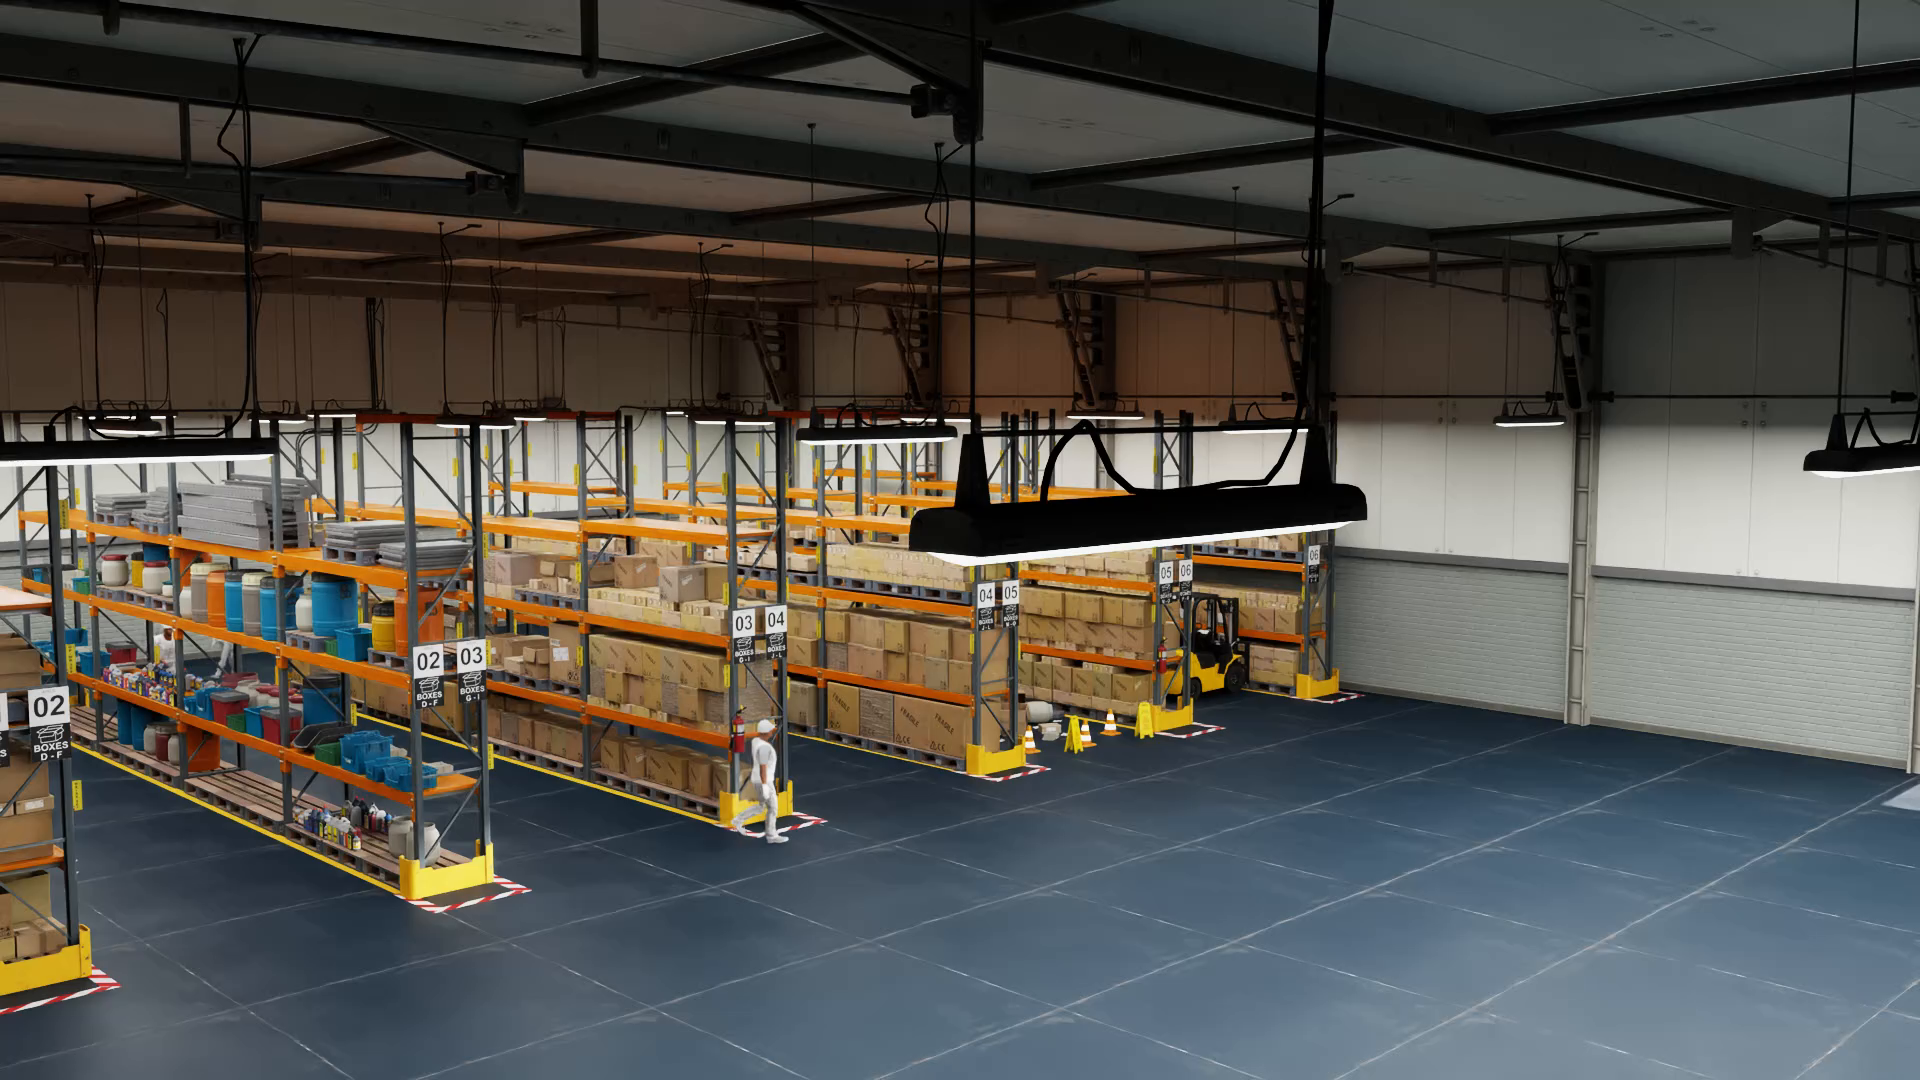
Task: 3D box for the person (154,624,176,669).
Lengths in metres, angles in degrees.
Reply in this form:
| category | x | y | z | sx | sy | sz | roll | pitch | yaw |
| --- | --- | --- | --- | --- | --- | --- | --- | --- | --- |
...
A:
| category | x | y | z | sx | sy | sz | roll | pitch | yaw |
| --- | --- | --- | --- | --- | --- | --- | --- | --- | --- |
| person | -16.459 | 2.512 | 34.456 | 0.673 | 1.663 | 0.697 | -4 | 6 | -37 |

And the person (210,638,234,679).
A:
| category | x | y | z | sx | sy | sz | roll | pitch | yaw |
| --- | --- | --- | --- | --- | --- | --- | --- | --- | --- |
| person | -16.523 | 2.269 | 37.284 | 0.520 | 1.640 | 0.859 | 2 | 5 | 22 |

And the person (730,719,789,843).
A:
| category | x | y | z | sx | sy | sz | roll | pitch | yaw |
| --- | --- | --- | --- | --- | --- | --- | --- | --- | --- |
| person | -2.841 | 3.403 | 23.467 | 0.827 | 1.763 | 0.566 | 0 | 5 | -5 |
